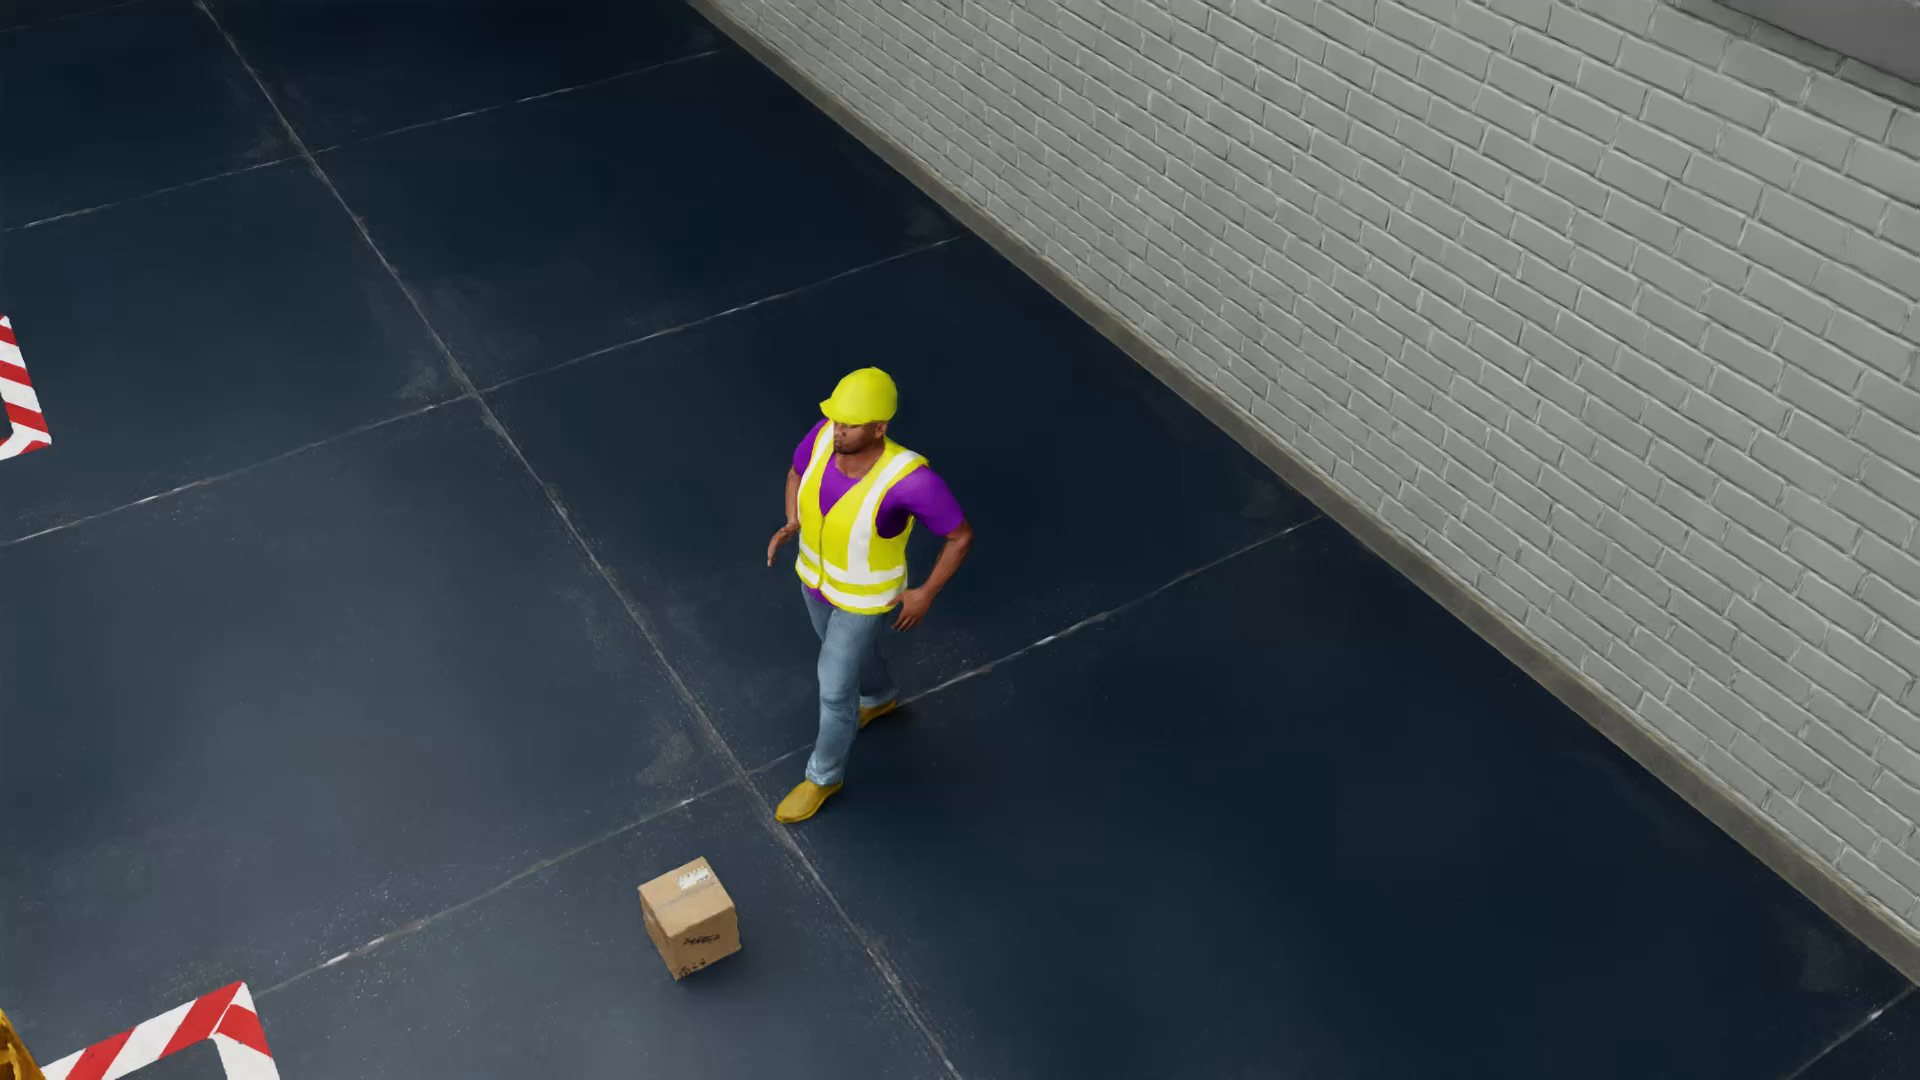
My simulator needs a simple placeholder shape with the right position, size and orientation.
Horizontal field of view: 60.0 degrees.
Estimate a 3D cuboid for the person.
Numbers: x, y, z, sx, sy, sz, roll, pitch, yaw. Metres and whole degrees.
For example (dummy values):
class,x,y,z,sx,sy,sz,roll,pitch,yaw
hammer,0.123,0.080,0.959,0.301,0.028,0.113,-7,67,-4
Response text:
class,x,y,z,sx,sy,sz,roll,pitch,yaw
person,-0.457,0.203,5.895,0.750,1.764,0.740,32,50,32
